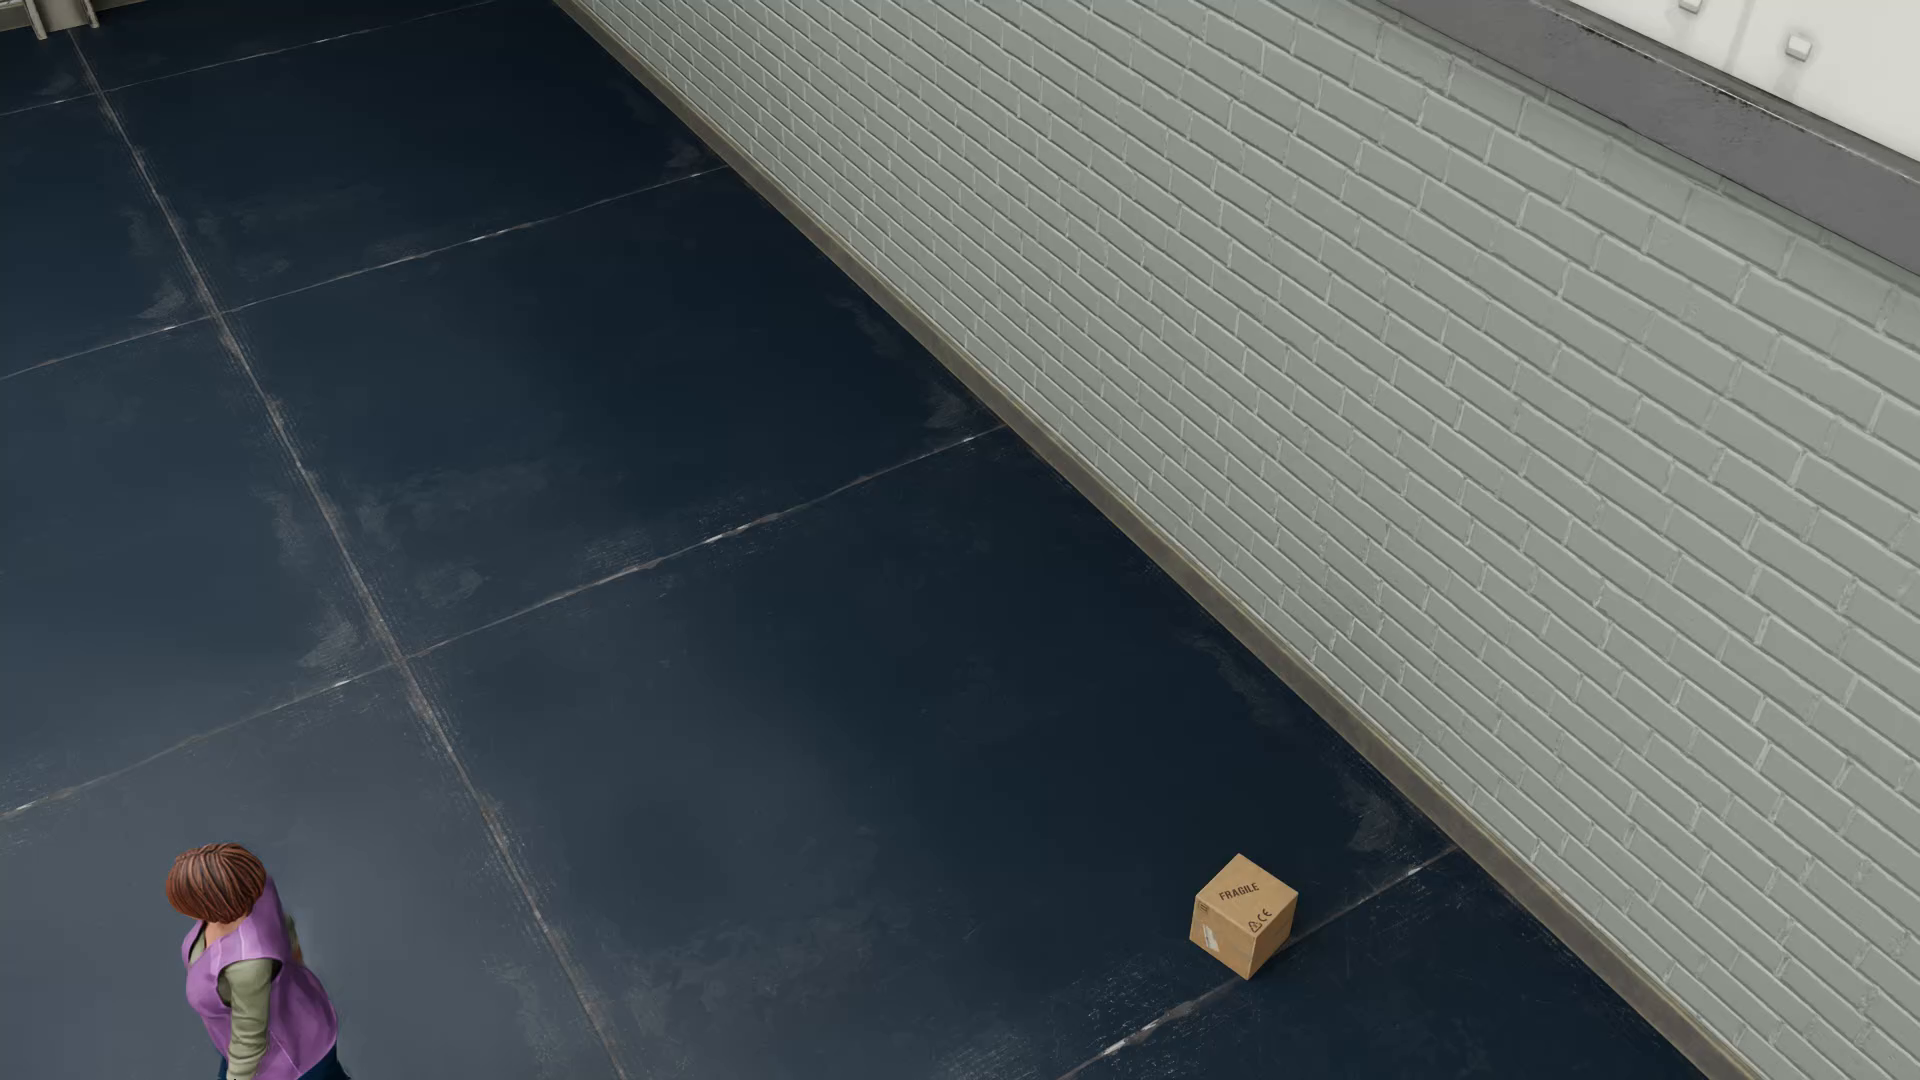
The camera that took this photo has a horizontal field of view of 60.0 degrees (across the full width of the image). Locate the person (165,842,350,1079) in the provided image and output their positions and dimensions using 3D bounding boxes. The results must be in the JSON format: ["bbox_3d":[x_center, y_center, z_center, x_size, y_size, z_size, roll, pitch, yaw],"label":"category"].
[{"bbox_3d":[-1.898,1.397,4.594,0.563,1.649,0.414,-20,45,-21],"label":"person"}]
